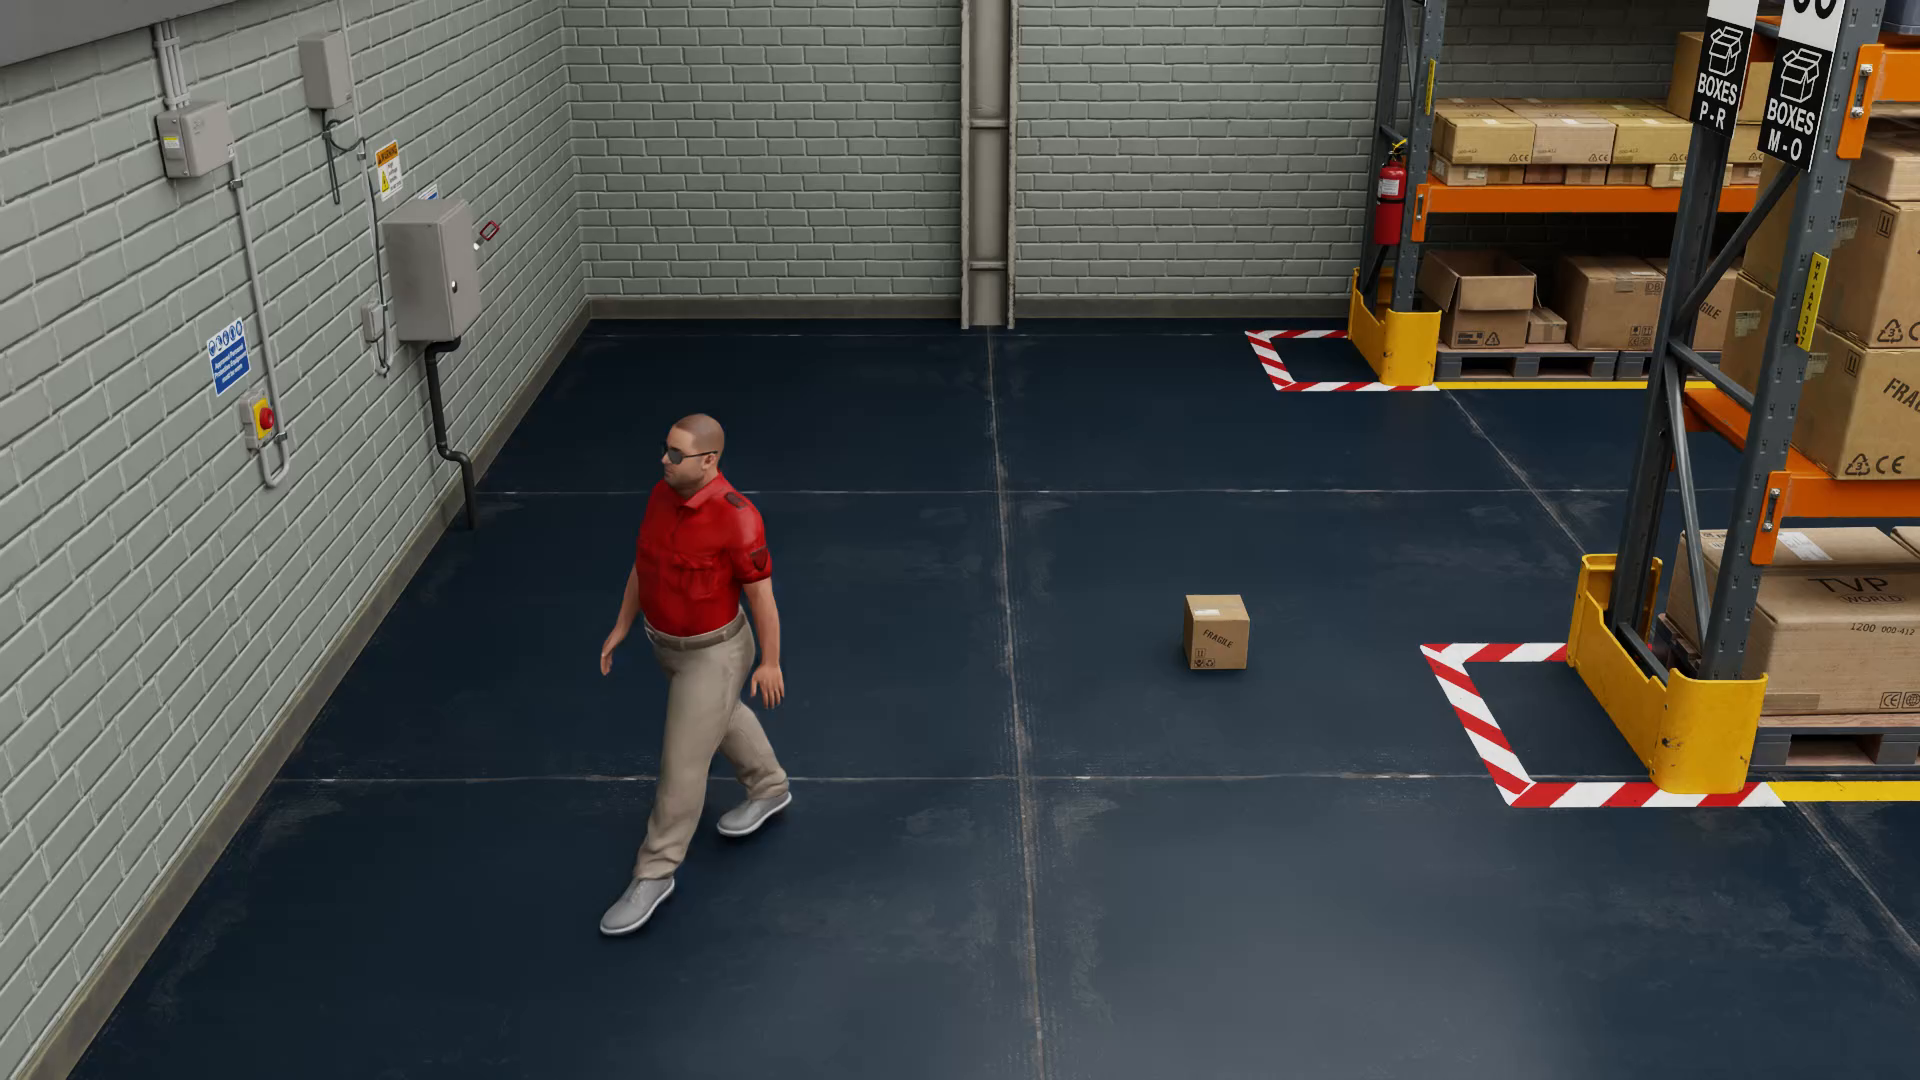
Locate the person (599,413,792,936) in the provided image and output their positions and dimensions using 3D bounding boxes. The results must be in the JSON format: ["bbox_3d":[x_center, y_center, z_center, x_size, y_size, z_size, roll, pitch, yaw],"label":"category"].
[{"bbox_3d":[-0.977,0.393,5.717,0.951,1.685,0.576,-20,31,-38],"label":"person"}]
